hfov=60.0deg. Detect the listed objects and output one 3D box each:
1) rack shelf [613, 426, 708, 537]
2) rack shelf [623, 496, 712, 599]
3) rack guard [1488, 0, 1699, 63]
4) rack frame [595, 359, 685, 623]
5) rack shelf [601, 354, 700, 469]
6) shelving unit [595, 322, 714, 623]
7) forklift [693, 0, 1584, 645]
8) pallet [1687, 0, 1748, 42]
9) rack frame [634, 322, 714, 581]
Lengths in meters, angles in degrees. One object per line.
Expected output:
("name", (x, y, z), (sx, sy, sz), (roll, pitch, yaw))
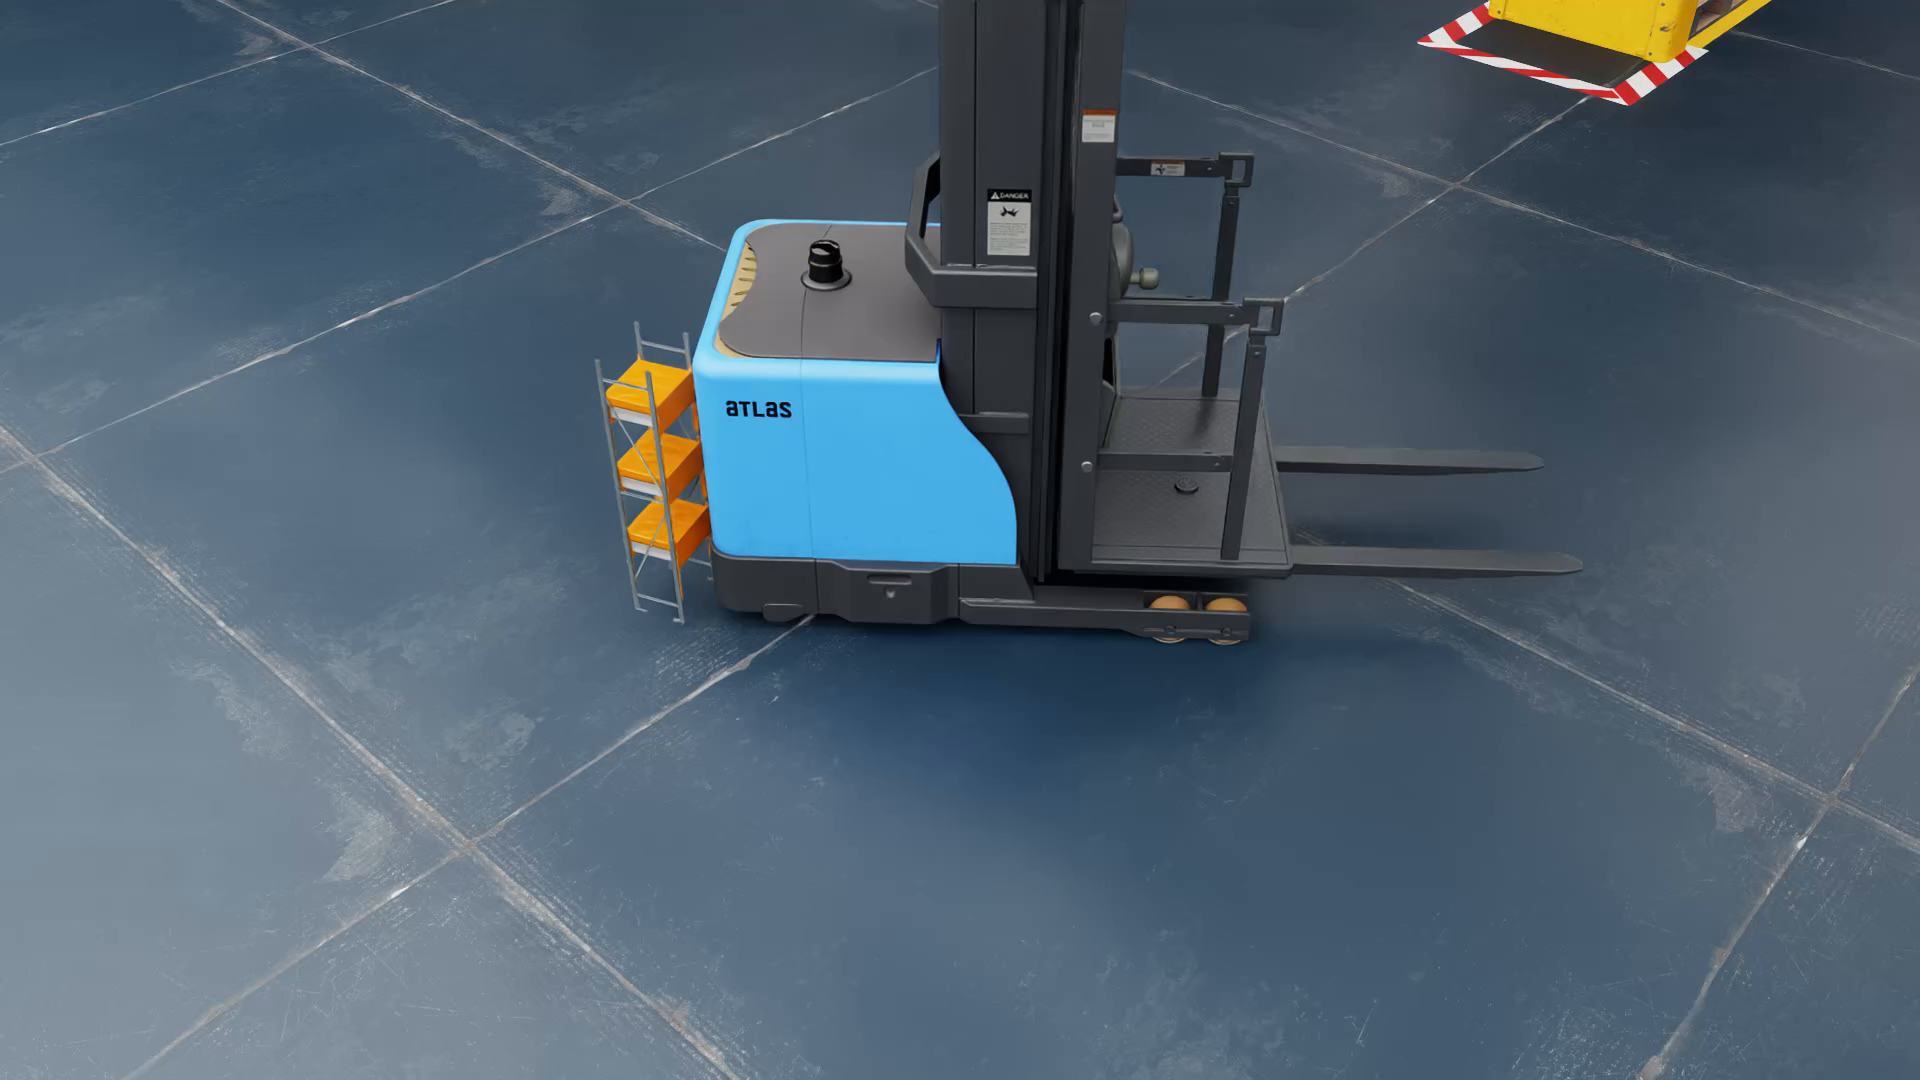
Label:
("rack shelf", (-1.021, -0.204, 5.679), (0.215, 0.259, 0.240), (14, 41, 17))
("rack shelf", (-1.021, 0.014, 5.853), (0.215, 0.259, 0.240), (14, 41, 17))
("rack guard", (3.815, -3.307, 10.007), (1.175, 0.500, 0.348), (30, 47, 32))
("rack frame", (-1.067, -0.141, 5.584), (0.200, 1.050, 0.008), (14, 41, 17))
("rack shelf", (-1.022, -0.426, 5.502), (0.215, 0.259, 0.240), (14, 41, 17))
("shelving unit", (-1.021, -0.212, 5.673), (0.215, 1.050, 0.252), (14, 41, 17))
("forklift", (0.667, -1.123, 5.308), (3.031, 2.935, 1.130), (2, 39, 2))
("pallet", (4.389, -3.552, 10.548), (1.003, 0.211, 1.213), (30, 47, 32))
("rack frame", (-0.976, -0.283, 5.761), (0.200, 1.050, 0.008), (14, 41, 17))
